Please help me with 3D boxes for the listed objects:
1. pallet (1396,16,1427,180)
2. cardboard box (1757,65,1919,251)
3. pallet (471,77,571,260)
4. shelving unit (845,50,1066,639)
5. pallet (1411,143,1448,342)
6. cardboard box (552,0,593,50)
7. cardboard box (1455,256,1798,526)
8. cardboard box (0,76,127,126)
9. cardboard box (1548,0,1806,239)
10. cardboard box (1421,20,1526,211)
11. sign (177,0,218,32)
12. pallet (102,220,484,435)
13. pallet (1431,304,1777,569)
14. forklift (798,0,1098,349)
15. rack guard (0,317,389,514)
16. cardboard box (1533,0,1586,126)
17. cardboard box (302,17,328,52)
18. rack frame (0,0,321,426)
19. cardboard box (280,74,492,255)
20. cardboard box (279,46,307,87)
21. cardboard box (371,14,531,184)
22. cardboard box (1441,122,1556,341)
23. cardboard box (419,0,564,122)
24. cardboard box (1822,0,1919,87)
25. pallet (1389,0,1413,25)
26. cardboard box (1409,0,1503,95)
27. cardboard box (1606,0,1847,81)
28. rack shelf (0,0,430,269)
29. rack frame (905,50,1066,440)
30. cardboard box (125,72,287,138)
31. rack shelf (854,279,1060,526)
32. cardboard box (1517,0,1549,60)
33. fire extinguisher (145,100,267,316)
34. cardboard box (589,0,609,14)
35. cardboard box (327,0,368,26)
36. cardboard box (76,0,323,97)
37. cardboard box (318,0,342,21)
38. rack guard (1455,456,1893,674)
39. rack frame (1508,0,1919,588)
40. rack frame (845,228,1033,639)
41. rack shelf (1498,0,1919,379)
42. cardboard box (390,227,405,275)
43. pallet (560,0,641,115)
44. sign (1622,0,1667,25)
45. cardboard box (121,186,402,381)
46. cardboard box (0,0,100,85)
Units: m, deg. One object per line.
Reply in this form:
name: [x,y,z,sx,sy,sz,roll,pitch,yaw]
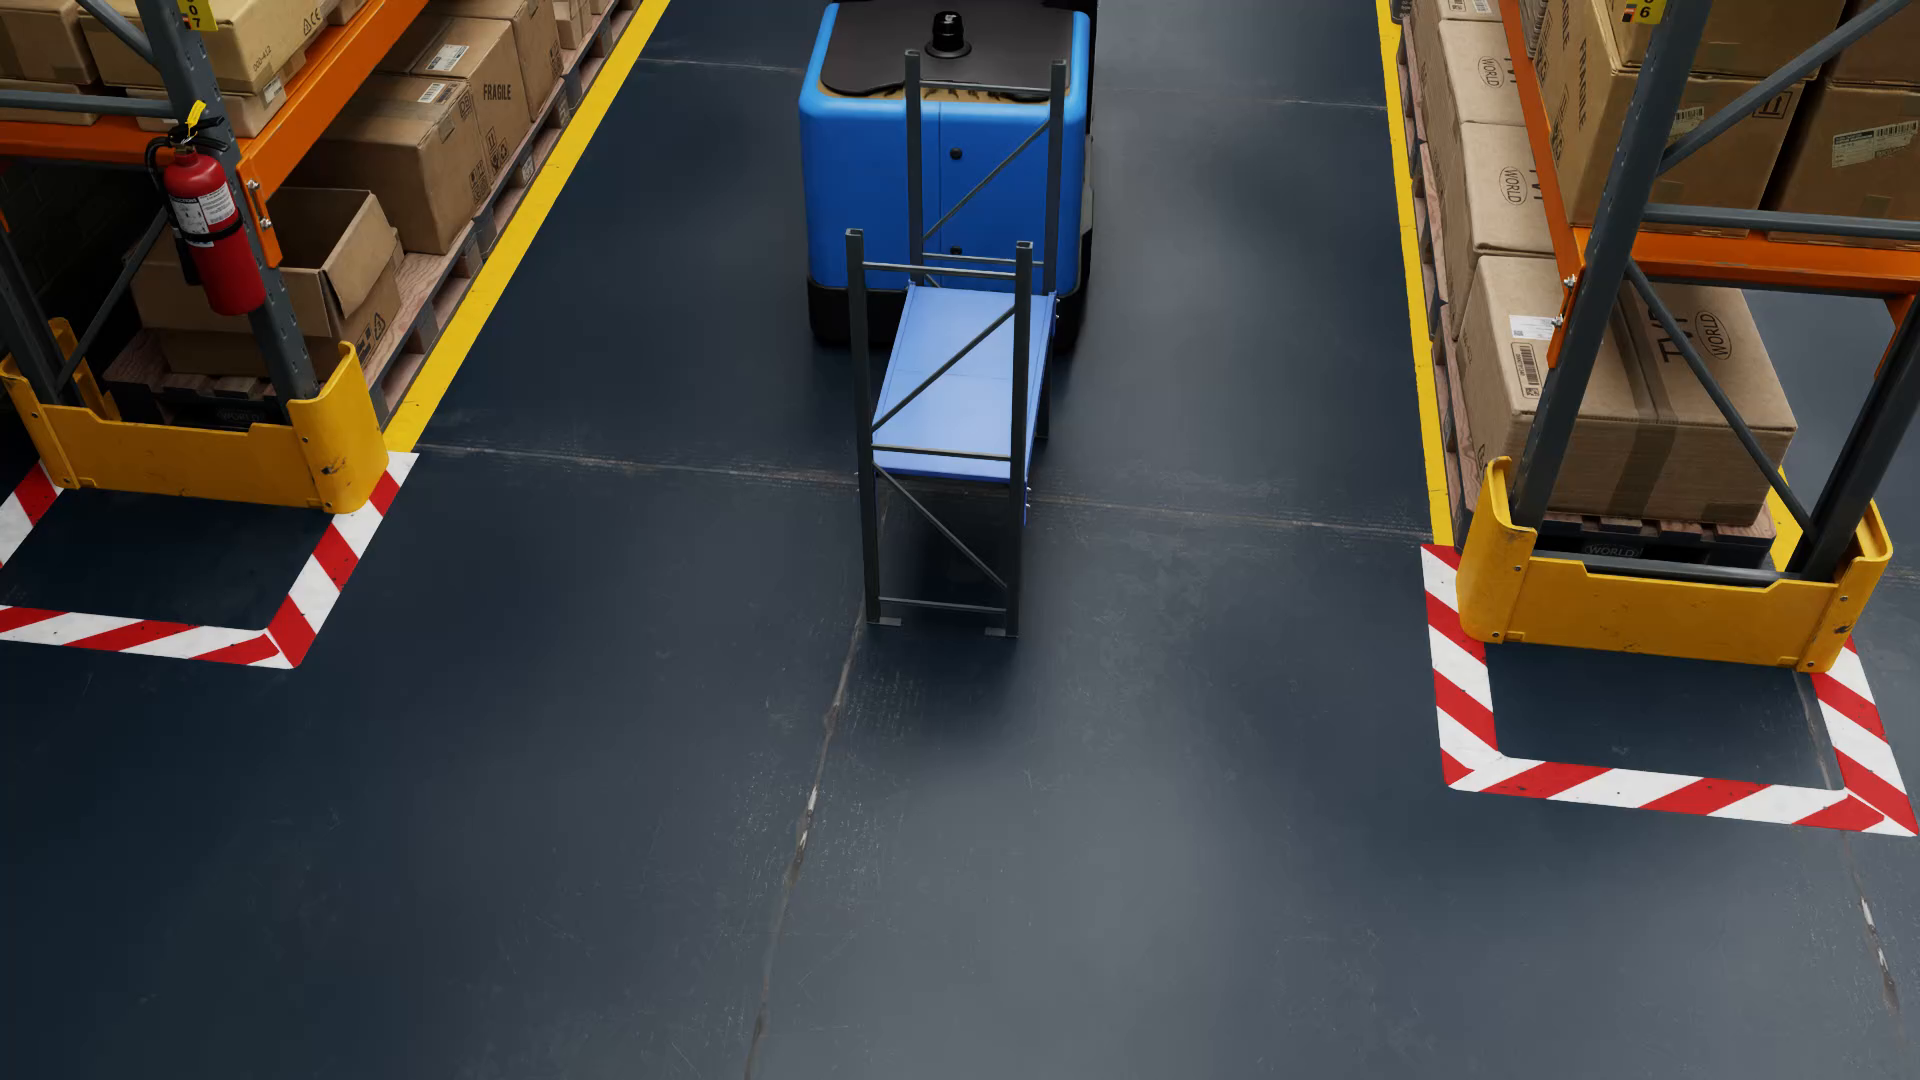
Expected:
pallet: [2.590,-2.047,7.758,1.003,0.211,1.213,5,44,6]
cardboard box: [2.588,-1.182,4.744,0.500,0.500,0.500,5,44,5]
pallet: [-2.403,-1.705,7.397,1.003,0.211,1.213,5,44,6]
shelving unit: [0.011,-0.603,5.296,0.538,1.500,1.048,5,44,6]
pallet: [2.432,-1.213,6.878,1.003,0.211,1.213,5,44,6]
cardboard box: [-1.982,-2.529,7.923,0.396,0.266,0.258,7,44,7]
cardboard box: [2.228,-0.526,5.681,0.875,0.438,0.875,4,44,4]
cardboard box: [-2.903,-1.452,5.285,0.380,0.149,0.250,5,44,5]
cardboard box: [2.041,-1.234,4.799,0.500,0.500,0.500,5,44,6]
cardboard box: [2.461,-1.764,6.990,0.875,0.438,0.875,4,44,4]
sign: [-2.143,-1.558,4.584,0.100,0.325,0.005,5,44,6]
pallet: [-2.566,-0.876,6.522,1.003,0.211,1.213,5,44,6]
pallet: [2.268,-0.384,6.002,1.003,0.211,1.213,5,44,6]
forklift: [0.039,-2.807,6.582,1.130,2.935,3.031,3,44,3]
rack guard: [-2.671,-0.437,5.848,1.175,0.500,0.348,5,44,6]
cardboard box: [2.122,-1.574,5.158,0.500,0.500,0.500,4,44,5]
cardboard box: [-2.377,-1.761,5.611,0.380,0.149,0.250,5,44,5]
rack frame: [-2.681,-1.293,4.934,1.000,3.000,0.127,5,44,6]
cardboard box: [-2.355,-1.525,6.692,0.700,0.500,0.500,7,44,7]
cardboard box: [-2.378,-1.579,5.418,0.380,0.149,0.250,6,44,7]
cardboard box: [-2.186,-1.876,7.063,0.500,0.500,0.500,6,44,6]
cardboard box: [2.340,-1.150,6.341,0.875,0.438,0.875,6,44,7]
cardboard box: [-2.217,-2.233,7.439,0.700,0.500,0.500,4,44,4]
cardboard box: [2.585,-1.545,4.400,0.500,0.500,0.500,4,44,5]
pallet: [2.796,-3.091,8.861,1.003,0.211,1.213,5,44,6]
cardboard box: [2.579,-2.375,7.634,0.875,0.438,0.875,5,44,5]
cardboard box: [2.067,-1.594,4.452,0.500,0.500,0.500,7,44,7]
rack shelf: [-2.417,-2.395,6.621,1.077,0.370,4.000,5,44,6]
rack frame: [0.078,-0.949,5.662,0.500,1.500,0.032,5,44,6]
cardboard box: [-2.366,-1.401,5.231,0.380,0.149,0.250,5,44,5]
rack shelf: [0.011,-0.472,5.419,0.538,0.185,1.000,5,44,6]
cardboard box: [2.181,-1.926,5.529,0.500,0.500,0.500,6,44,7]
fire extinguisher: [-2.242,-0.987,4.939,0.296,0.674,0.183,5,44,6]
cardboard box: [-1.935,-2.730,8.220,0.380,0.149,0.250,4,44,4]
cardboard box: [-2.283,-1.928,5.787,0.380,0.149,0.250,7,44,7]
cardboard box: [-2.354,-1.631,5.184,0.500,0.250,0.500,5,44,6]
cardboard box: [-2.287,-1.975,5.547,0.500,0.250,0.500,6,44,6]
rack guard: [2.236,0.079,5.302,1.175,0.500,0.348,5,44,6]
rack frame: [2.240,-0.845,4.460,1.000,3.000,0.127,5,44,6]
rack frame: [-0.056,-0.256,4.930,0.500,1.500,0.032,5,44,6]
rack shelf: [2.504,-1.946,6.147,1.077,0.370,4.000,5,44,6]
cardboard box: [-2.411,-1.105,6.503,0.380,0.149,0.250,4,44,4]
pallet: [-2.244,-2.539,8.278,1.003,0.211,1.213,5,44,6]
sign: [1.704,-1.410,4.043,0.100,0.325,0.005,5,44,6]
cardboard box: [-2.506,-0.947,6.079,0.797,0.503,0.637,4,44,4]
cardboard box: [-2.883,-1.684,5.240,0.500,0.250,0.500,6,44,7]
